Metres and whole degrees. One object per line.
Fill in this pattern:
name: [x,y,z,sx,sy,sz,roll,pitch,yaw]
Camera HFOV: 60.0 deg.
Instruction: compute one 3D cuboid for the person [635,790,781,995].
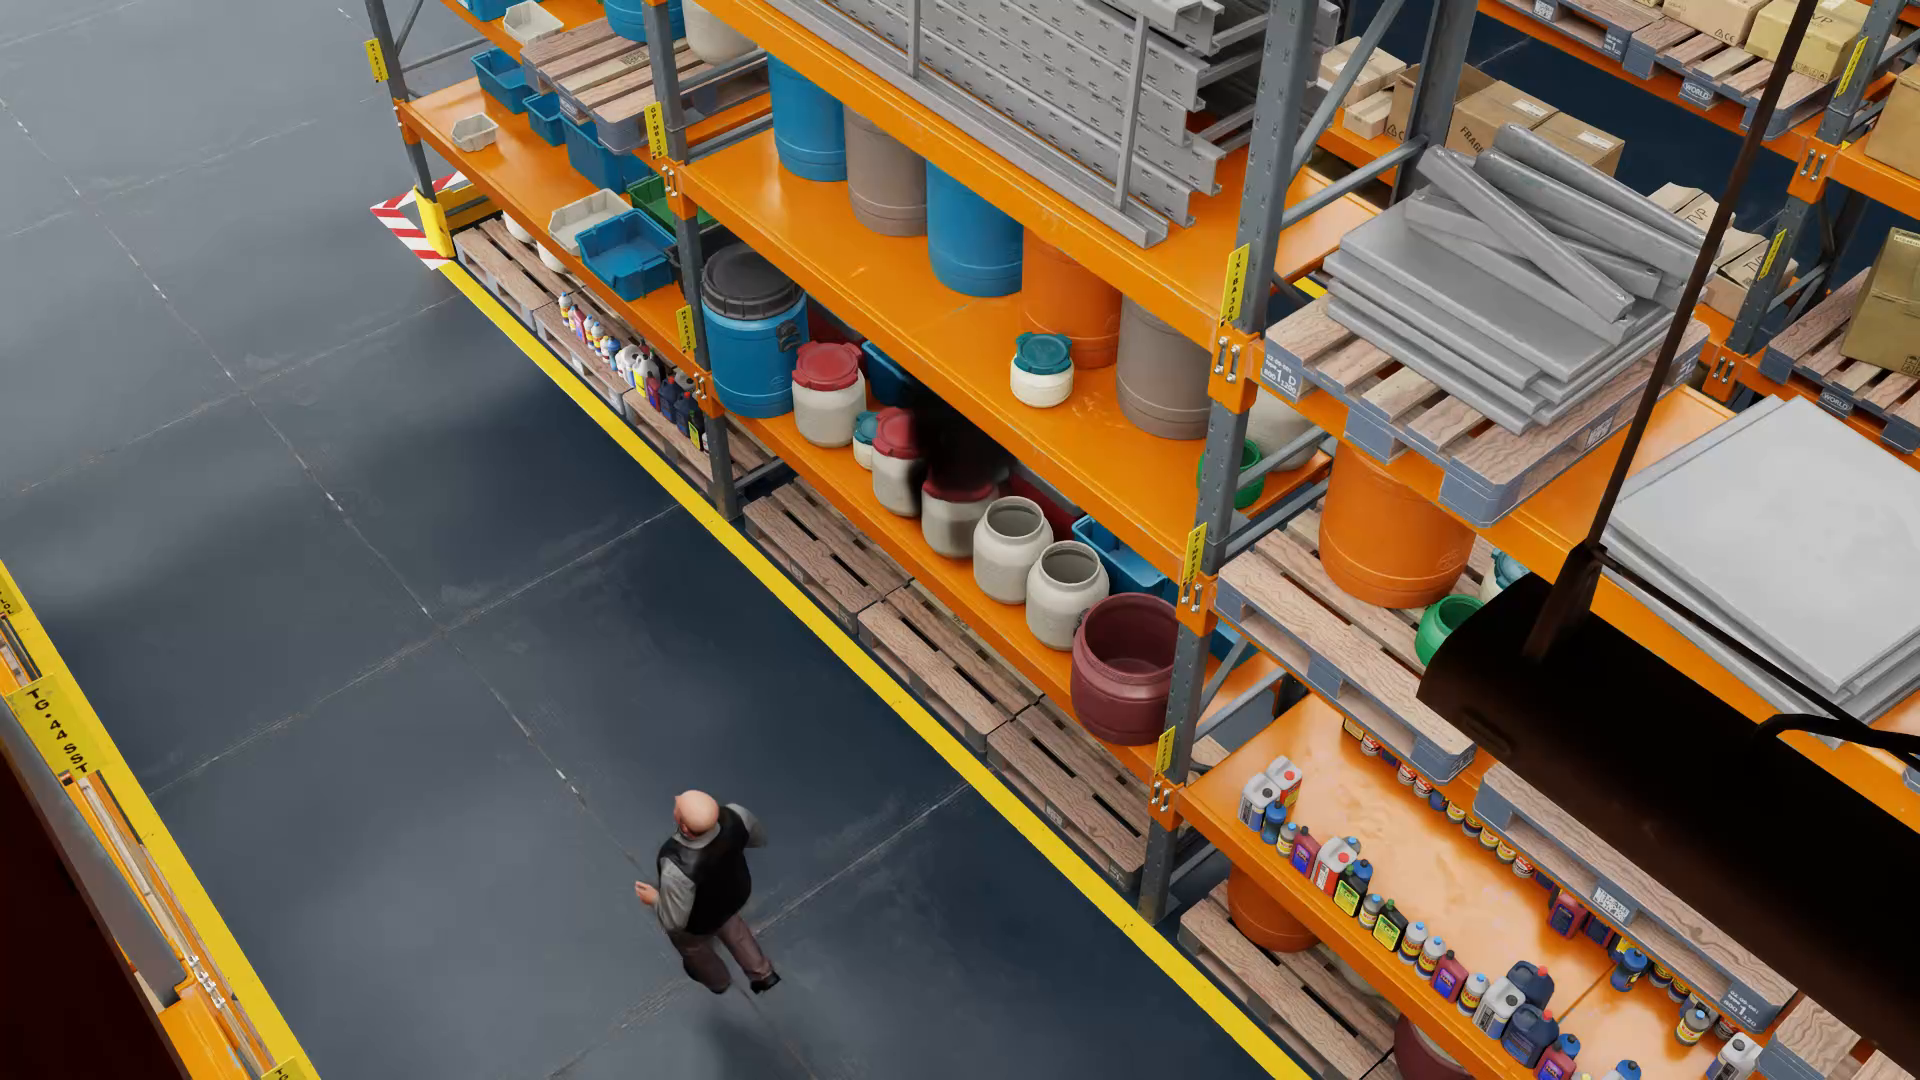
person: [-1.181,1.693,7.822,0.569,1.688,0.661,29,53,24]
